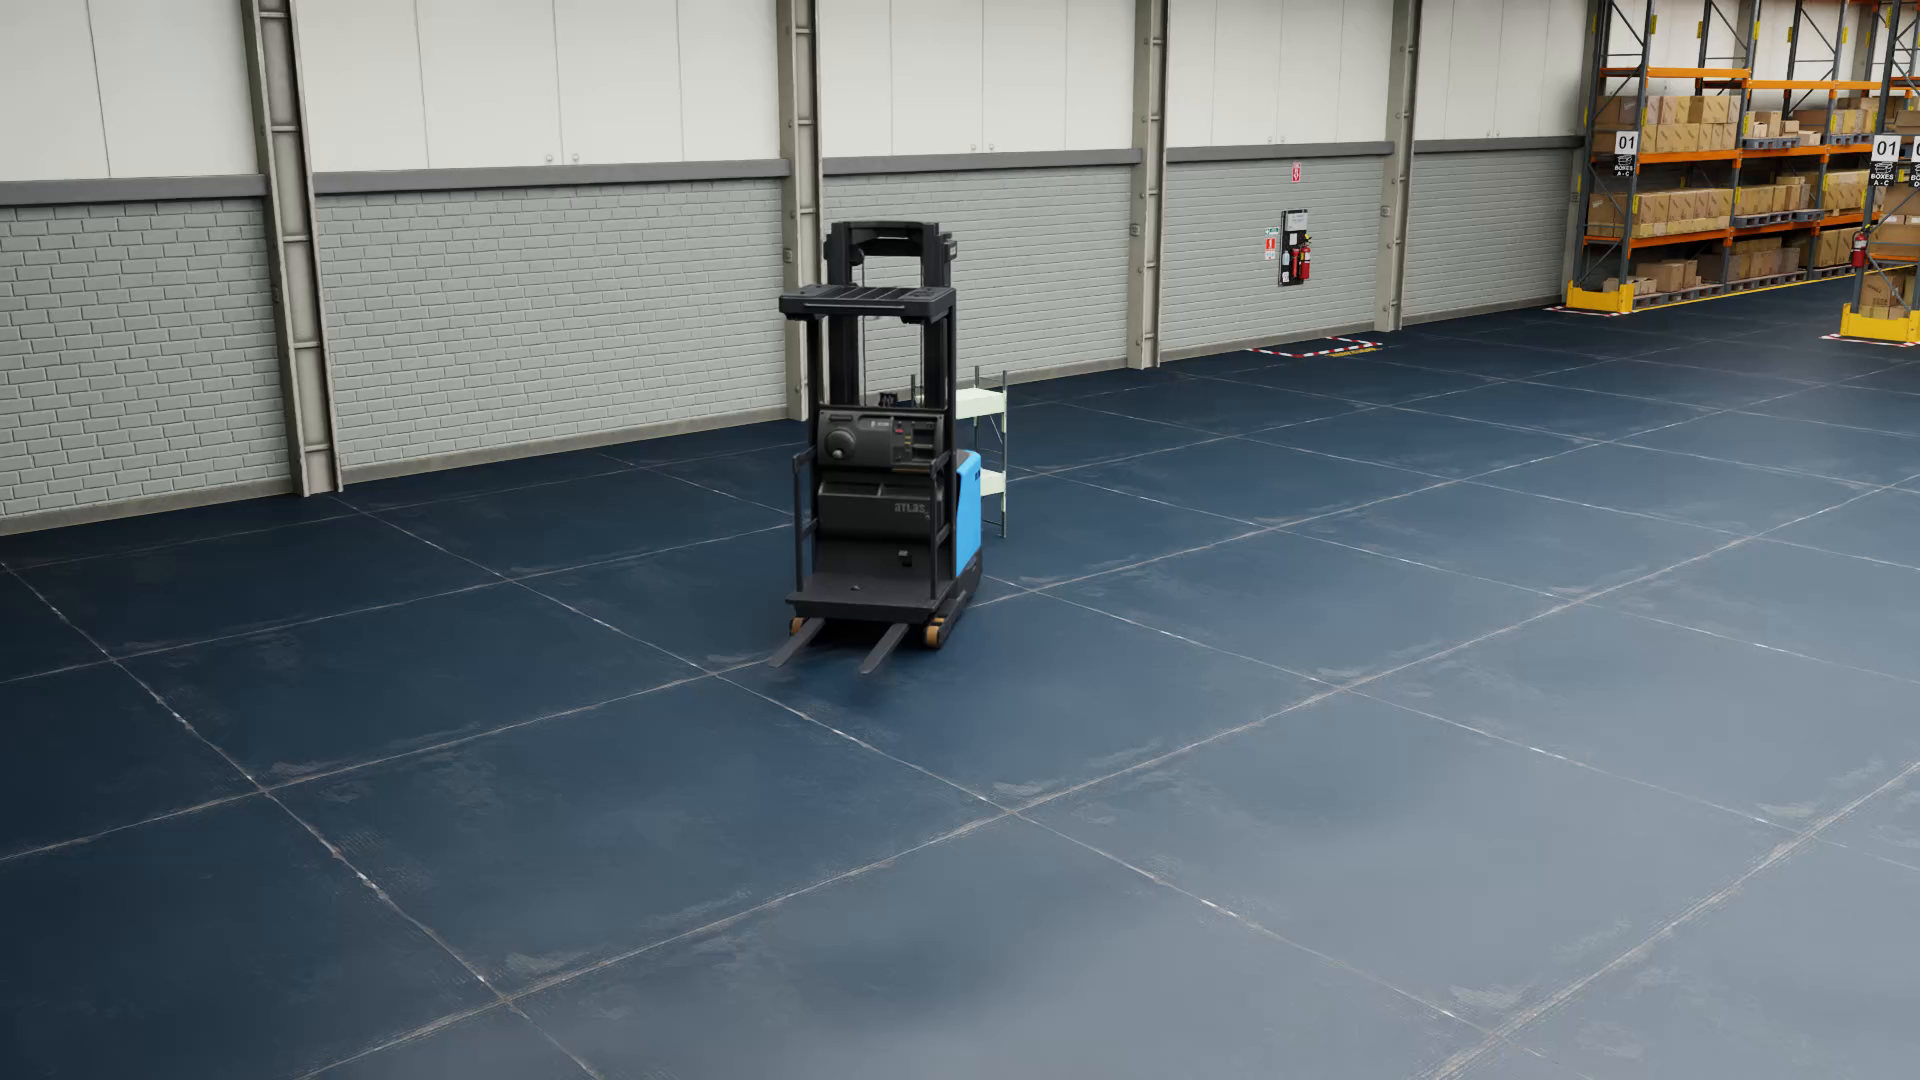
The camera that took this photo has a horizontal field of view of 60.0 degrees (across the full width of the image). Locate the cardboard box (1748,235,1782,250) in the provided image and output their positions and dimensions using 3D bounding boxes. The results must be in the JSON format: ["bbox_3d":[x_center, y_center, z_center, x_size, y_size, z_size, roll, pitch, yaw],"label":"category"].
[{"bbox_3d":[16.805,-6.219,34.757,0.500,0.250,0.500,-12,19,-38],"label":"cardboard box"}]

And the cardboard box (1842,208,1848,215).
[{"bbox_3d":[19.138,-7.190,36.304,0.250,0.149,0.380,-12,19,-39],"label":"cardboard box"}]

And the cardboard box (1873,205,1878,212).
[{"bbox_3d":[20.173,-7.383,37.025,0.250,0.149,0.380,-13,19,-39],"label":"cardboard box"}]

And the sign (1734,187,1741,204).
[{"bbox_3d":[15.130,-6.704,32.359,0.005,0.325,0.100,-13,19,-39],"label":"sign"}]

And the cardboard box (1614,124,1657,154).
[{"bbox_3d":[12.167,-7.228,29.952,0.500,0.500,0.500,-12,19,-38],"label":"cardboard box"}]

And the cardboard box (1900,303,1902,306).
[{"bbox_3d":[15.585,-3.859,27.898,0.500,0.250,0.500,-13,19,-39],"label":"cardboard box"}]

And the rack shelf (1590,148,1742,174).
[{"bbox_3d":[13.259,-7.153,31.299,4.000,0.370,1.077,-13,19,-39],"label":"rack shelf"}]

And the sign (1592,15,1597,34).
[{"bbox_3d":[11.401,-9.250,29.827,0.005,0.325,0.100,-13,19,-39],"label":"sign"}]

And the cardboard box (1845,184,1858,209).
[{"bbox_3d":[19.096,-7.473,36.105,0.500,0.500,0.500,-13,20,-40],"label":"cardboard box"}]

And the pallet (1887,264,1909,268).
[{"bbox_3d":[21.428,-6.512,38.720,1.213,0.211,1.003,-13,19,-39],"label":"pallet"}]

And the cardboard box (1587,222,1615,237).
[{"bbox_3d":[11.976,-5.767,30.779,0.500,0.250,0.500,-12,19,-39],"label":"cardboard box"}]

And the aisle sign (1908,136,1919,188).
[{"bbox_3d":[15.157,-5.934,26.116,0.004,0.787,0.394,-13,19,-39],"label":"aisle sign"}]

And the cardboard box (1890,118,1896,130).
[{"bbox_3d":[21.497,-9.439,37.746,0.500,0.250,0.500,-13,20,-40],"label":"cardboard box"}]

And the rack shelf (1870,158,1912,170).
[{"bbox_3d":[16.514,-6.189,27.691,4.000,0.370,1.077,-13,19,-39],"label":"rack shelf"}]

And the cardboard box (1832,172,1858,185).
[{"bbox_3d":[19.077,-7.835,36.009,0.500,0.250,0.500,-12,19,-39],"label":"cardboard box"}]

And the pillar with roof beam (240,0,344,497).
[{"bbox_3d":[-3.569,-3.994,12.266,0.400,9.000,9.100,-13,19,-39],"label":"pillar with roof beam"}]

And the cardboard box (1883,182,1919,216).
[{"bbox_3d":[15.405,-5.510,26.857,0.500,0.500,0.700,-13,19,-39],"label":"cardboard box"}]

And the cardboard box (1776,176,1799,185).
[{"bbox_3d":[17.312,-7.521,34.789,0.380,0.149,0.250,12,19,38],"label":"cardboard box"}]

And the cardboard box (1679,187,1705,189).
[{"bbox_3d":[14.276,-6.651,32.635,0.500,0.500,0.500,-13,20,-41],"label":"cardboard box"}]

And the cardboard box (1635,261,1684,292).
[{"bbox_3d":[13.348,-5.028,31.754,0.500,0.500,0.700,-14,21,-43],"label":"cardboard box"}]

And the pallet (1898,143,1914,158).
[{"bbox_3d":[15.555,-6.270,26.770,1.213,0.211,1.003,-13,19,-39],"label":"pallet"}]

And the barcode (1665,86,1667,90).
[{"bbox_3d":[13.437,-8.606,31.661,0.075,0.075,0.001,-13,19,-39],"label":"barcode"}]

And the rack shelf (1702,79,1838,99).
[{"bbox_3d":[16.277,-9.087,33.500,4.000,0.370,1.077,-13,19,-39],"label":"rack shelf"}]

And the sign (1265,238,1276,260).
[{"bbox_3d":[4.810,-4.516,25.774,0.234,0.329,0.001,-13,19,-39],"label":"sign"}]

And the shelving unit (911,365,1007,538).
[{"bbox_3d":[-0.005,-0.723,14.552,0.755,1.500,0.431,-13,19,-39],"label":"shelving unit"}]

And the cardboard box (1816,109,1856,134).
[{"bbox_3d":[18.905,-9.063,36.007,0.500,0.500,0.700,-11,19,-37],"label":"cardboard box"}]

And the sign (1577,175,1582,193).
[{"bbox_3d":[11.401,-6.536,30.552,0.005,0.325,0.100,-13,19,-39],"label":"sign"}]

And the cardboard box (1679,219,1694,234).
[{"bbox_3d":[13.480,-5.932,31.397,0.500,0.250,0.500,-12,19,-39],"label":"cardboard box"}]

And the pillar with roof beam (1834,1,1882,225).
[{"bbox_3d":[23.589,-10.093,35.098,0.400,9.000,9.100,-13,19,-39],"label":"pillar with roof beam"}]

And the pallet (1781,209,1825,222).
[{"bbox_3d":[17.318,-6.834,34.893,1.003,0.211,1.213,-13,19,-39],"label":"pallet"}]

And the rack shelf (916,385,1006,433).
[{"bbox_3d":[-0.005,-1.100,14.451,0.720,0.370,0.431,-13,19,-39],"label":"rack shelf"}]

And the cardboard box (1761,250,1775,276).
[{"bbox_3d":[16.455,-5.786,34.592,0.500,0.500,0.700,-13,20,-40],"label":"cardboard box"}]

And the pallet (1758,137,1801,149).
[{"bbox_3d":[16.084,-8.009,33.472,1.003,0.211,1.213,-13,19,-39],"label":"pallet"}]

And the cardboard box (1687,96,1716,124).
[{"bbox_3d":[13.774,-8.058,31.120,0.500,0.500,0.500,-14,20,-41],"label":"cardboard box"}]

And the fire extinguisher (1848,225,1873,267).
[{"bbox_3d":[14.611,-4.782,26.990,0.183,0.674,0.296,-13,19,-39],"label":"fire extinguisher"}]

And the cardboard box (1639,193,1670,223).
[{"bbox_3d":[12.687,-6.116,30.634,0.500,0.500,0.500,-13,19,-39],"label":"cardboard box"}]

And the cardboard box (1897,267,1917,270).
[{"bbox_3d":[16.337,-4.391,28.438,0.500,0.500,0.500,-13,19,-39],"label":"cardboard box"}]

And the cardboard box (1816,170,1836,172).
[{"bbox_3d":[19.123,-8.019,36.696,0.500,0.250,0.500,-13,20,-41],"label":"cardboard box"}]

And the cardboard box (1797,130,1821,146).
[{"bbox_3d":[17.420,-8.309,34.367,0.500,0.311,0.500,-13,19,-39],"label":"cardboard box"}]

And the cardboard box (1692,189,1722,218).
[{"bbox_3d":[14.242,-6.464,31.935,0.500,0.500,0.500,-13,20,-40],"label":"cardboard box"}]

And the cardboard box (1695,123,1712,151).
[{"bbox_3d":[13.766,-7.579,31.268,0.500,0.500,0.500,-14,20,-41],"label":"cardboard box"}]

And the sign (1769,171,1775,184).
[{"bbox_3d":[17.419,-7.735,35.651,0.005,0.325,0.100,-13,19,-39],"label":"sign"}]

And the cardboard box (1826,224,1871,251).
[{"bbox_3d":[19.729,-6.623,37.085,0.750,0.750,0.750,-12,19,-38],"label":"cardboard box"}]

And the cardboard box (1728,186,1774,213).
[{"bbox_3d":[16.077,-6.942,33.879,0.500,0.500,0.700,-10,18,-32],"label":"cardboard box"}]

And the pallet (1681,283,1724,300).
[{"bbox_3d":[14.284,-4.922,32.769,1.213,0.211,1.003,-13,19,-39],"label":"pallet"}]

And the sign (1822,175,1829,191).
[{"bbox_3d":[18.149,-7.485,34.869,0.005,0.325,0.100,-13,19,-39],"label":"sign"}]

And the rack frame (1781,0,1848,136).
[{"bbox_3d":[17.785,-9.966,34.624,0.127,3.000,1.000,-13,19,-39],"label":"rack frame"}]

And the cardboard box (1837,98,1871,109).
[{"bbox_3d":[19.646,-9.598,36.558,0.500,0.250,0.500,-13,20,-41],"label":"cardboard box"}]

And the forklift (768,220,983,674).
[{"bbox_3d":[-0.616,-0.745,11.860,1.130,2.935,3.031,3,15,11],"label":"forklift"}]

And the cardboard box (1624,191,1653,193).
[{"bbox_3d":[12.740,-6.305,31.341,0.500,0.500,0.500,-13,20,-41],"label":"cardboard box"}]

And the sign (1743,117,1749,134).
[{"bbox_3d":[15.130,-7.985,32.017,0.005,0.325,0.100,-13,19,-39],"label":"sign"}]

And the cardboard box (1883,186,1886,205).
[{"bbox_3d":[20.620,-7.820,37.405,0.500,0.500,0.500,-13,20,-40],"label":"cardboard box"}]

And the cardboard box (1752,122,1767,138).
[{"bbox_3d":[15.697,-8.181,33.111,0.500,0.311,0.500,-12,19,-38],"label":"cardboard box"}]

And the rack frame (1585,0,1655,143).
[{"bbox_3d":[11.750,-8.611,29.550,0.127,3.000,1.000,-13,19,-39],"label":"rack frame"}]

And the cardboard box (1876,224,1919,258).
[{"bbox_3d":[15.366,-4.874,26.990,0.500,0.500,0.700,-13,19,-39],"label":"cardboard box"}]
